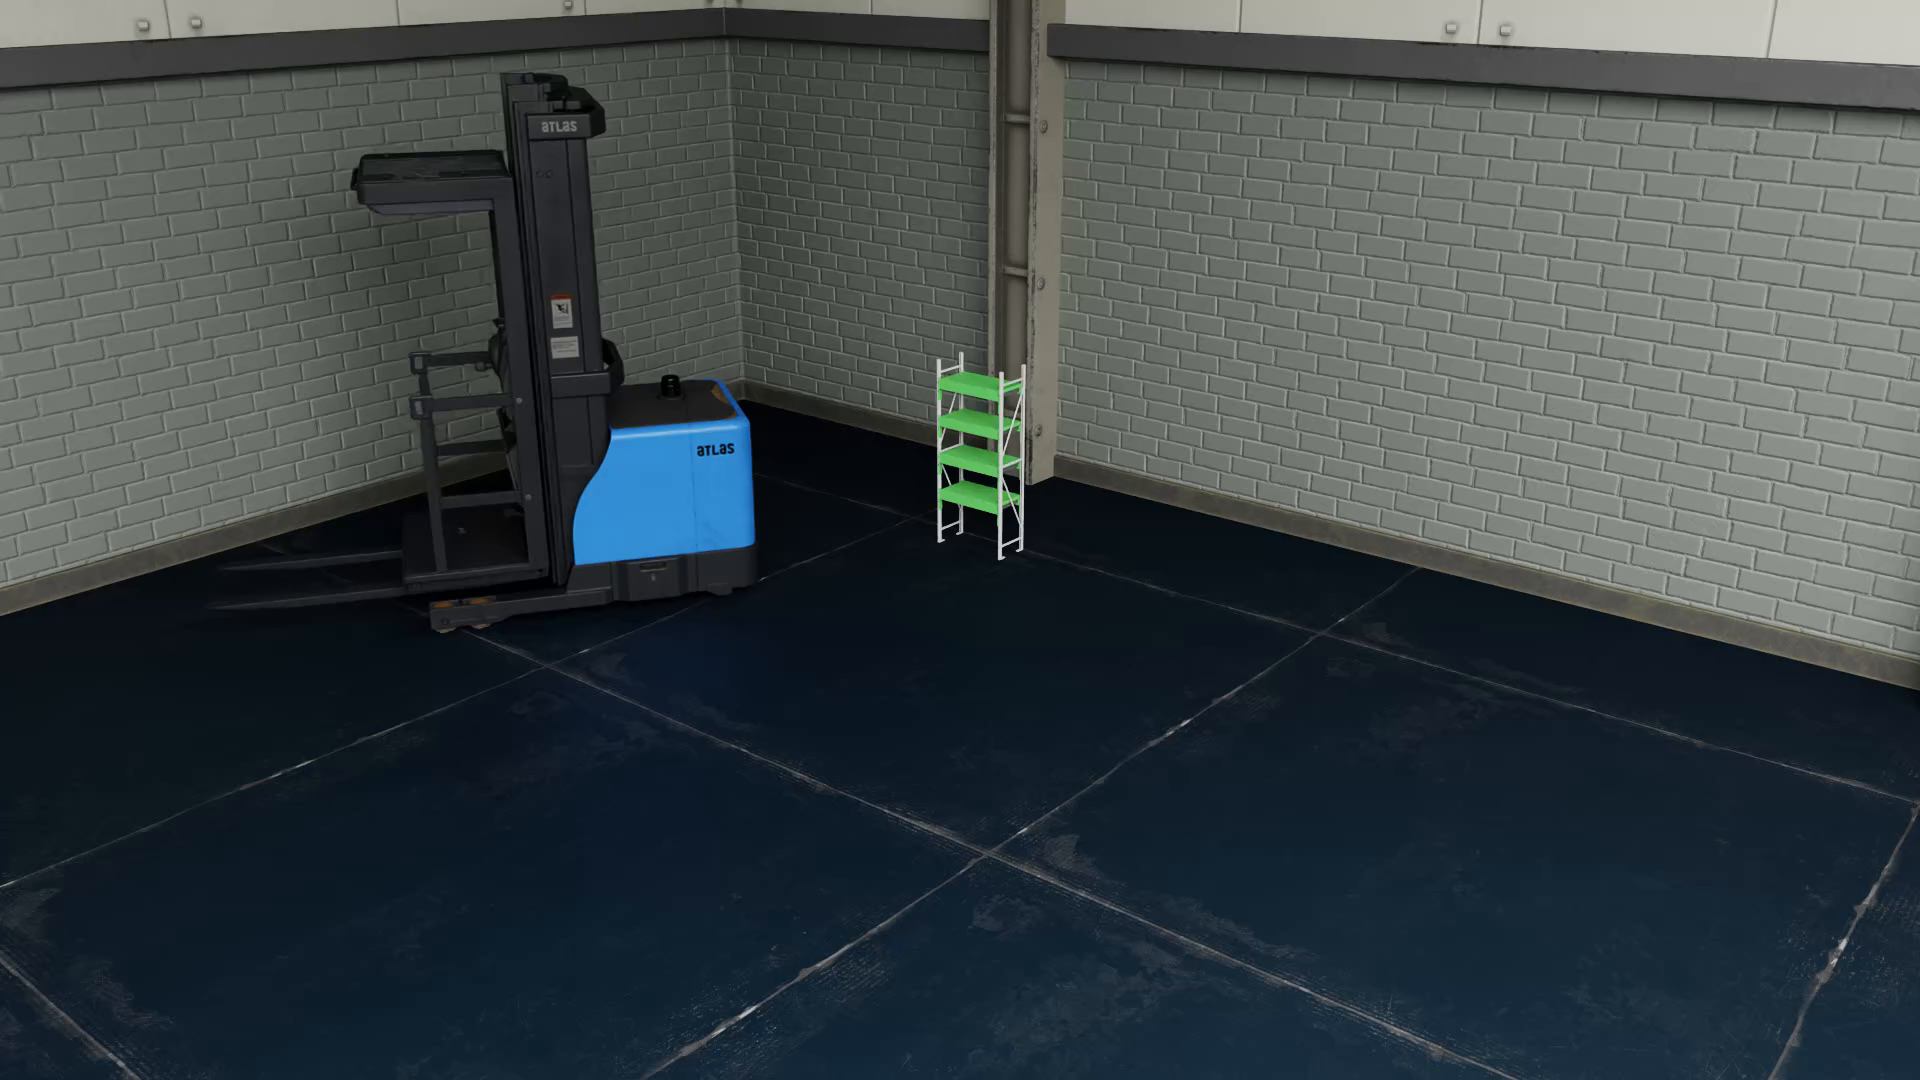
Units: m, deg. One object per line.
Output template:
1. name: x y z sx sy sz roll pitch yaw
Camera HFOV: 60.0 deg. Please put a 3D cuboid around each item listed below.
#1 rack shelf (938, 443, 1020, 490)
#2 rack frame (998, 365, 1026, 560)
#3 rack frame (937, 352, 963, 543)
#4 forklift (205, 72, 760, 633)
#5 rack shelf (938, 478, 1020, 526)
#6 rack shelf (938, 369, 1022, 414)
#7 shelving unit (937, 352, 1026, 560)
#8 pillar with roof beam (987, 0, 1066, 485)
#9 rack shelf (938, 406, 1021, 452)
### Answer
1. rack shelf: 0.128 -0.465 10.381 0.480 0.148 0.258 16 26 36
2. rack frame: 0.317 -0.470 10.214 0.015 1.200 0.240 16 26 36
3. rack frame: -0.061 -0.579 10.503 0.015 1.200 0.240 16 26 36
4. forklift: -2.761 -1.062 9.329 3.031 2.935 1.130 -6 22 -16
5. rack shelf: 0.128 -0.240 10.466 0.480 0.148 0.258 16 26 36
6. rack shelf: 0.128 -0.914 10.212 0.480 0.148 0.258 16 26 36
7. shelving unit: 0.128 -0.524 10.359 0.503 1.200 0.258 16 26 36
8. pillar with roof beam: -2.284 -3.504 7.206 0.400 9.000 9.100 16 26 36
9. rack shelf: 0.128 -0.689 10.296 0.480 0.148 0.258 16 26 36
